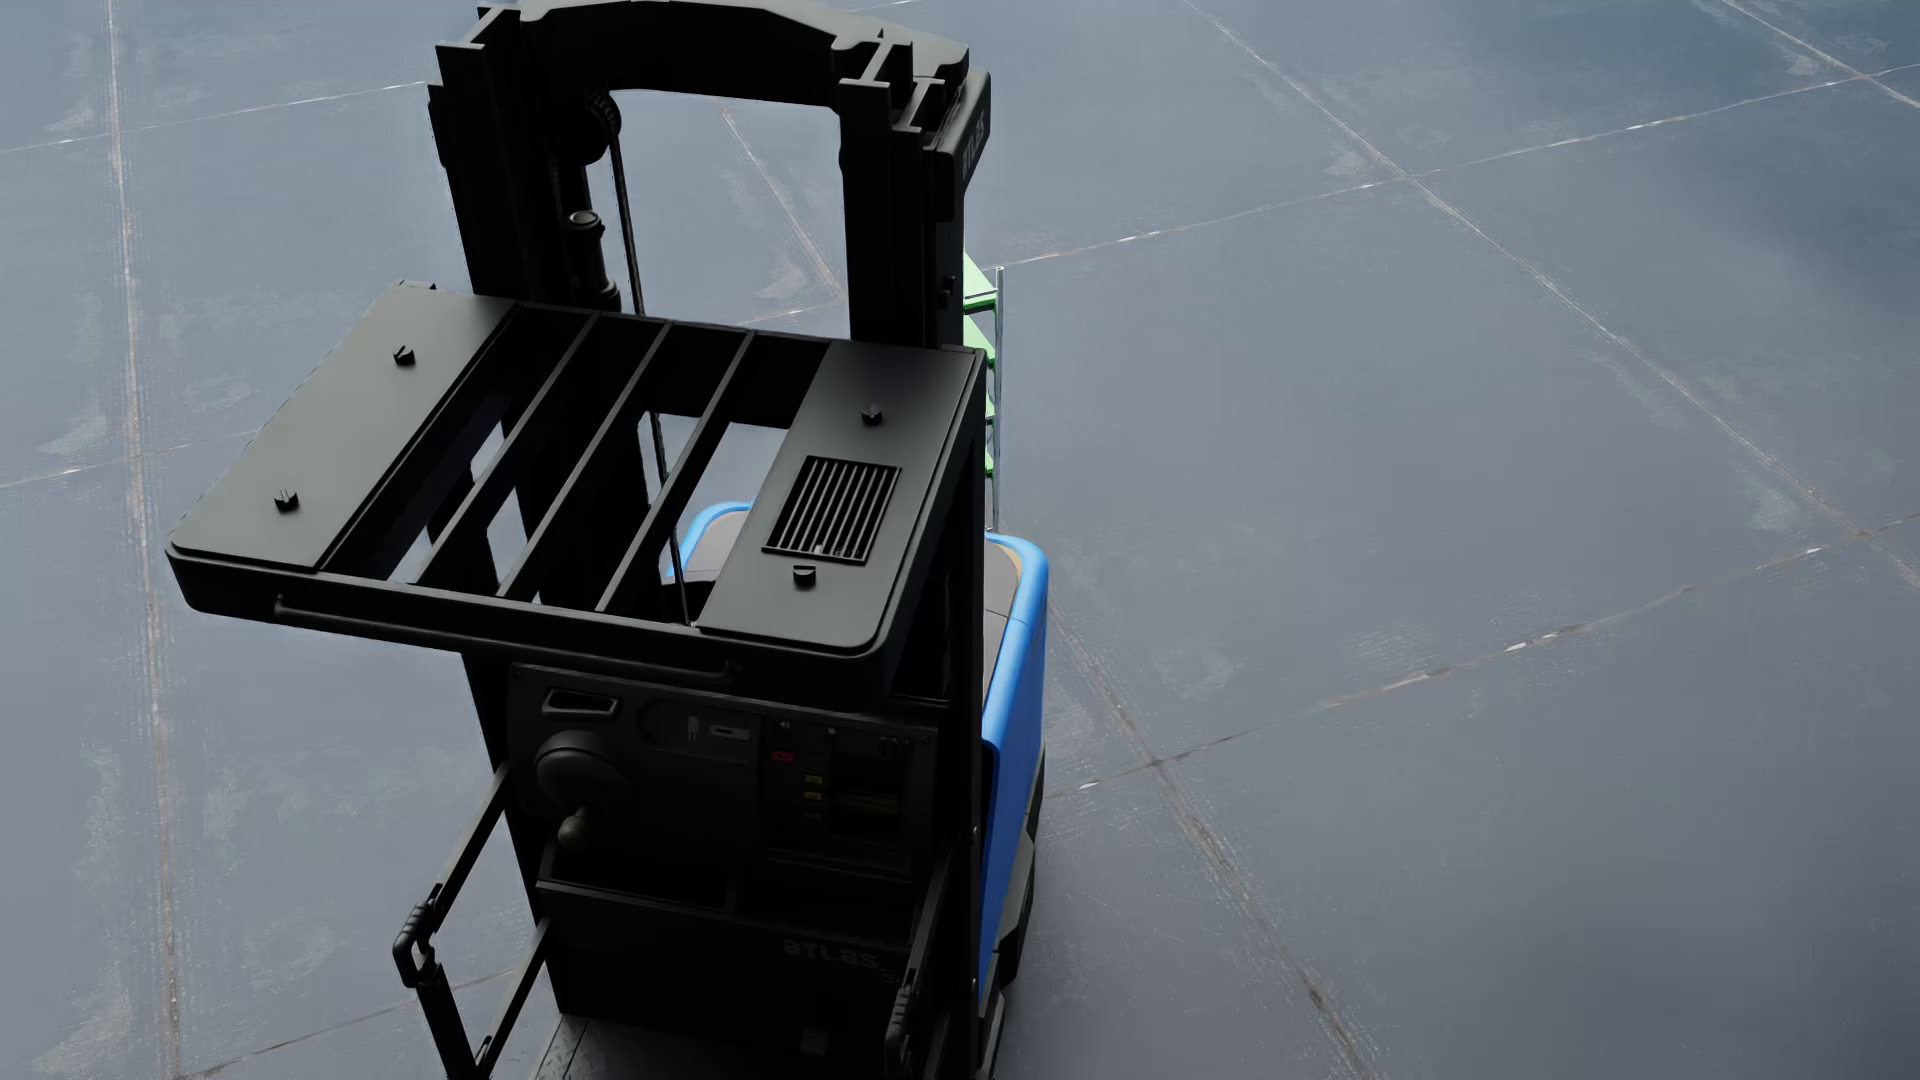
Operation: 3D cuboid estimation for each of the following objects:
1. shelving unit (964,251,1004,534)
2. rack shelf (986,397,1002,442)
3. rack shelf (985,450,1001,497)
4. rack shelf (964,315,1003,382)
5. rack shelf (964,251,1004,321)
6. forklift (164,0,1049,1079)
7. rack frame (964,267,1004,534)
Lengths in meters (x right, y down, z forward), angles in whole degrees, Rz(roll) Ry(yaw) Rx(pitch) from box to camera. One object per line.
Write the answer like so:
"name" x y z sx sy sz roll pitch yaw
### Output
"shelving unit" -0.063 -0.555 5.975 0.258 1.200 0.503 -15 43 -17
"rack shelf" -0.063 -0.506 6.016 0.258 0.148 0.480 -15 43 -17
"rack shelf" -0.063 -0.324 6.173 0.258 0.148 0.480 -15 43 -17
"rack shelf" -0.063 -0.688 5.860 0.258 0.148 0.480 -15 43 -17
"rack shelf" -0.063 -0.870 5.703 0.258 0.148 0.480 -15 43 -17
"forklift" -0.547 0.577 3.331 1.130 2.935 3.031 8 41 9
"rack frame" 0.030 -0.408 5.804 0.240 1.200 0.015 -15 43 -17
